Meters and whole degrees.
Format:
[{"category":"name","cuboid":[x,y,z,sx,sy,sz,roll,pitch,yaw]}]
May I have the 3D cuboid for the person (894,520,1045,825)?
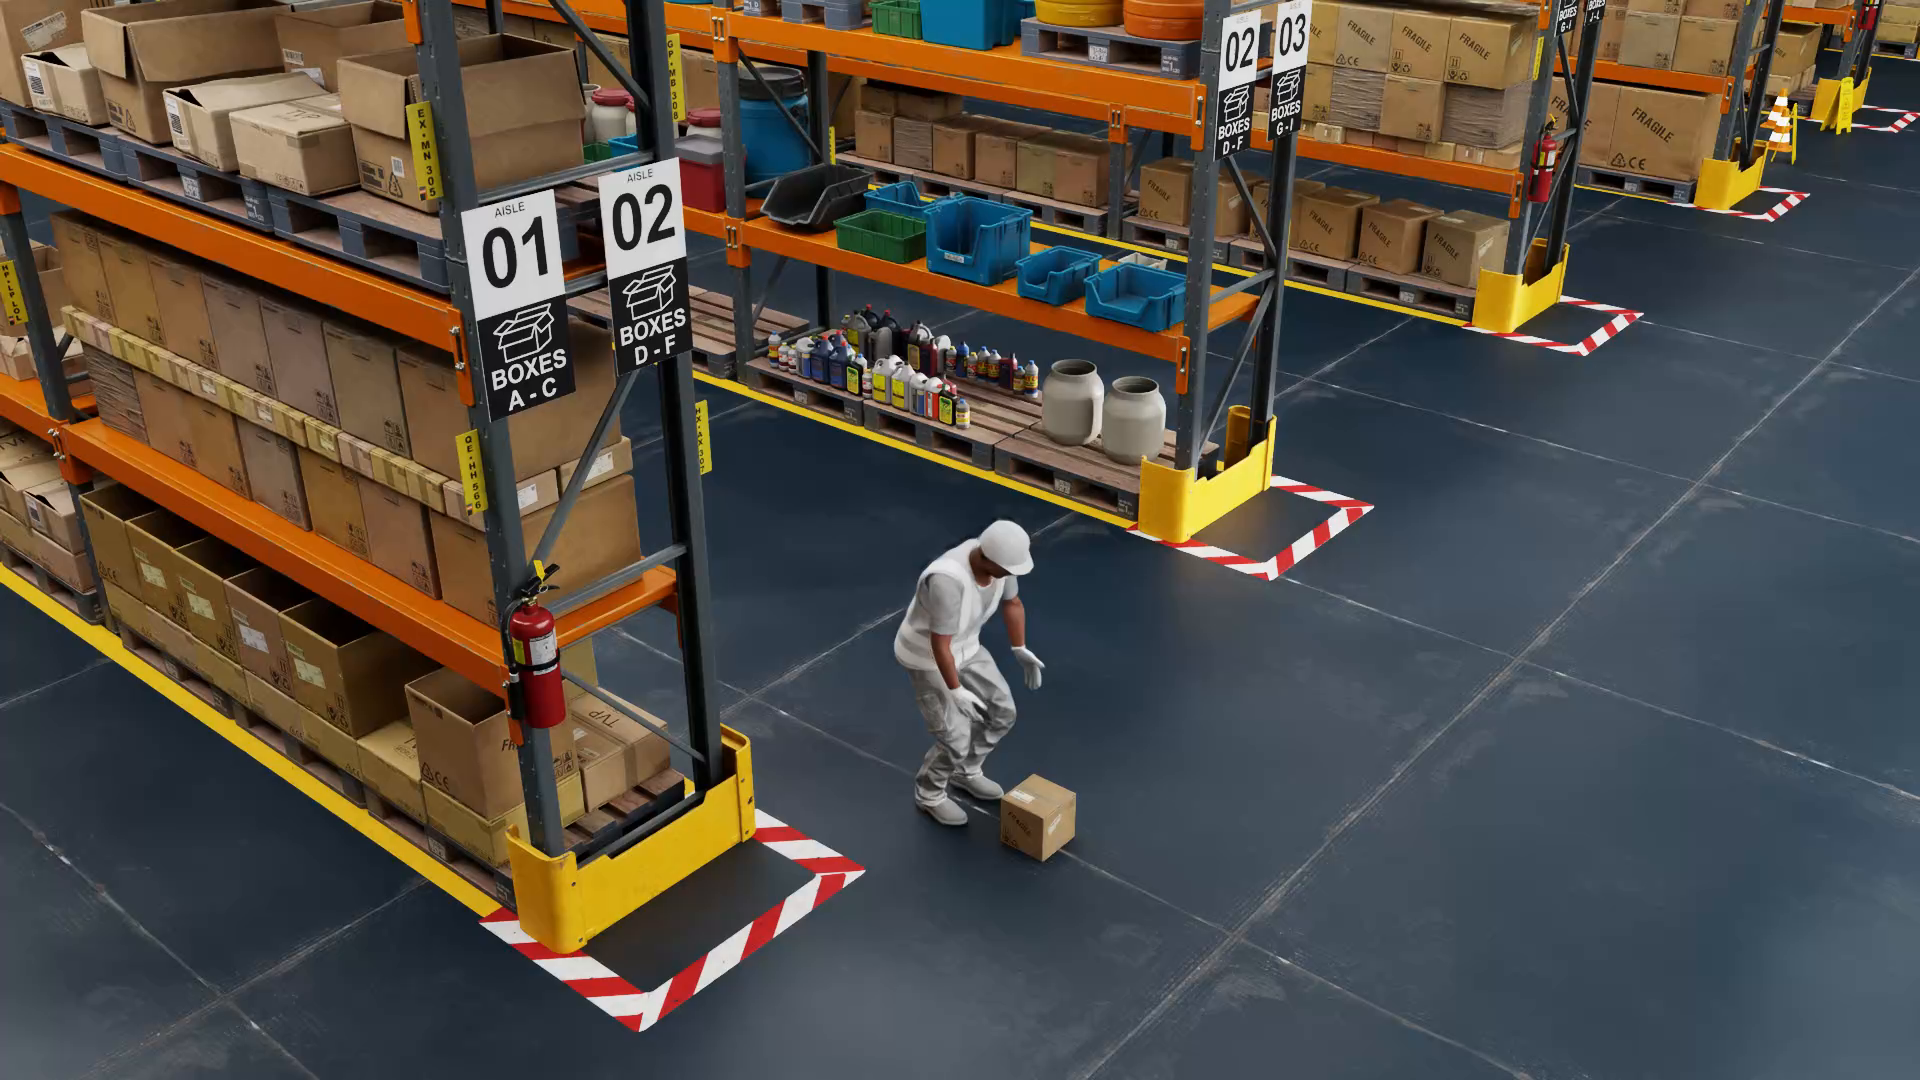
[{"category":"person","cuboid":[0.042,0.562,7.726,0.652,1.578,0.604,21,34,35]}]
